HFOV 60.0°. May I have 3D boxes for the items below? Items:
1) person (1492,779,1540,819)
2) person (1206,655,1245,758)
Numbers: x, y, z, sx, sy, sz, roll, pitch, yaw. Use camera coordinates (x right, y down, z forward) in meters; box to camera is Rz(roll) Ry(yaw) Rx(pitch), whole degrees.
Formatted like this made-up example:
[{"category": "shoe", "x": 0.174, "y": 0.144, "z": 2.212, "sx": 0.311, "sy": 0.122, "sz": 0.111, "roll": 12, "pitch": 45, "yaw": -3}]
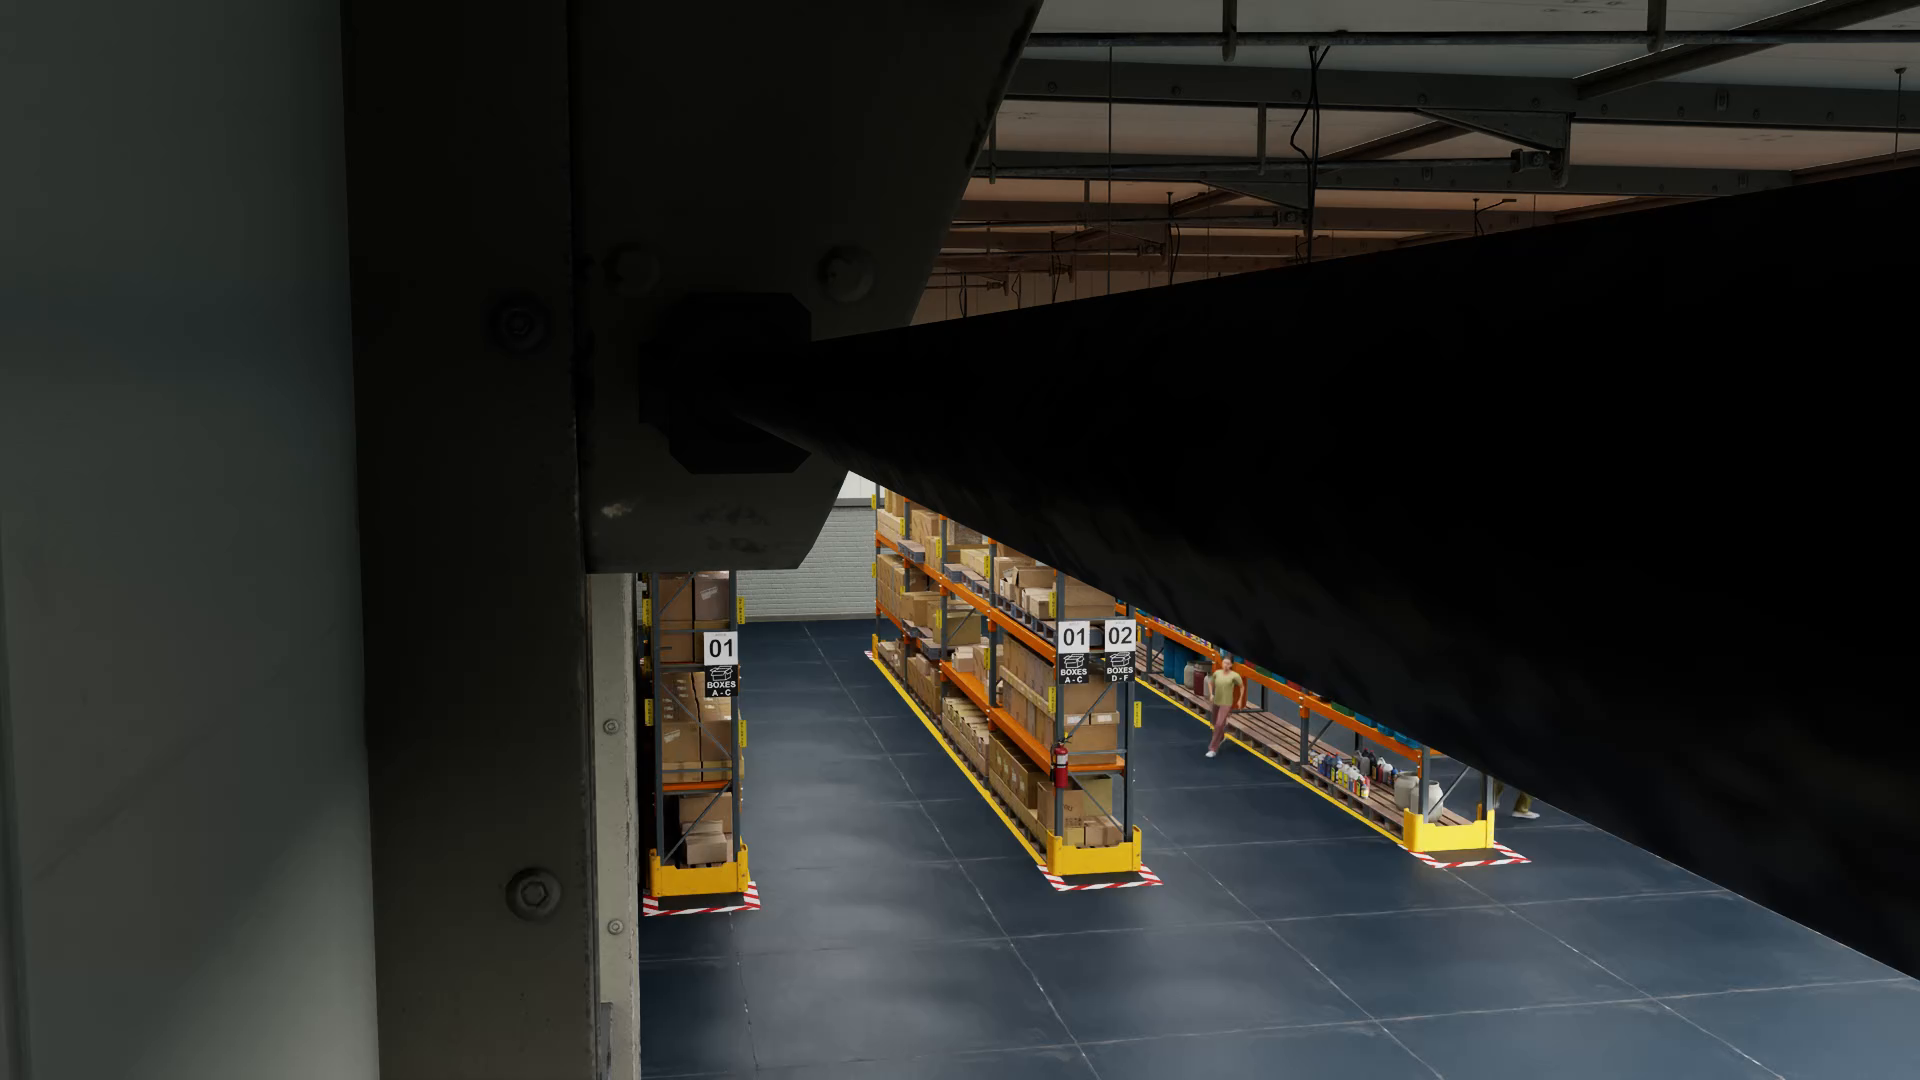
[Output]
[{"category": "person", "x": 7.943, "y": 3.079, "z": 23.545, "sx": 0.969, "sy": 1.700, "sz": 0.758, "roll": 1, "pitch": 6, "yaw": 5}, {"category": "person", "x": 4.304, "y": 2.685, "z": 27.131, "sx": 0.603, "sy": 1.648, "sz": 0.933, "roll": 4, "pitch": 7, "yaw": 32}]
